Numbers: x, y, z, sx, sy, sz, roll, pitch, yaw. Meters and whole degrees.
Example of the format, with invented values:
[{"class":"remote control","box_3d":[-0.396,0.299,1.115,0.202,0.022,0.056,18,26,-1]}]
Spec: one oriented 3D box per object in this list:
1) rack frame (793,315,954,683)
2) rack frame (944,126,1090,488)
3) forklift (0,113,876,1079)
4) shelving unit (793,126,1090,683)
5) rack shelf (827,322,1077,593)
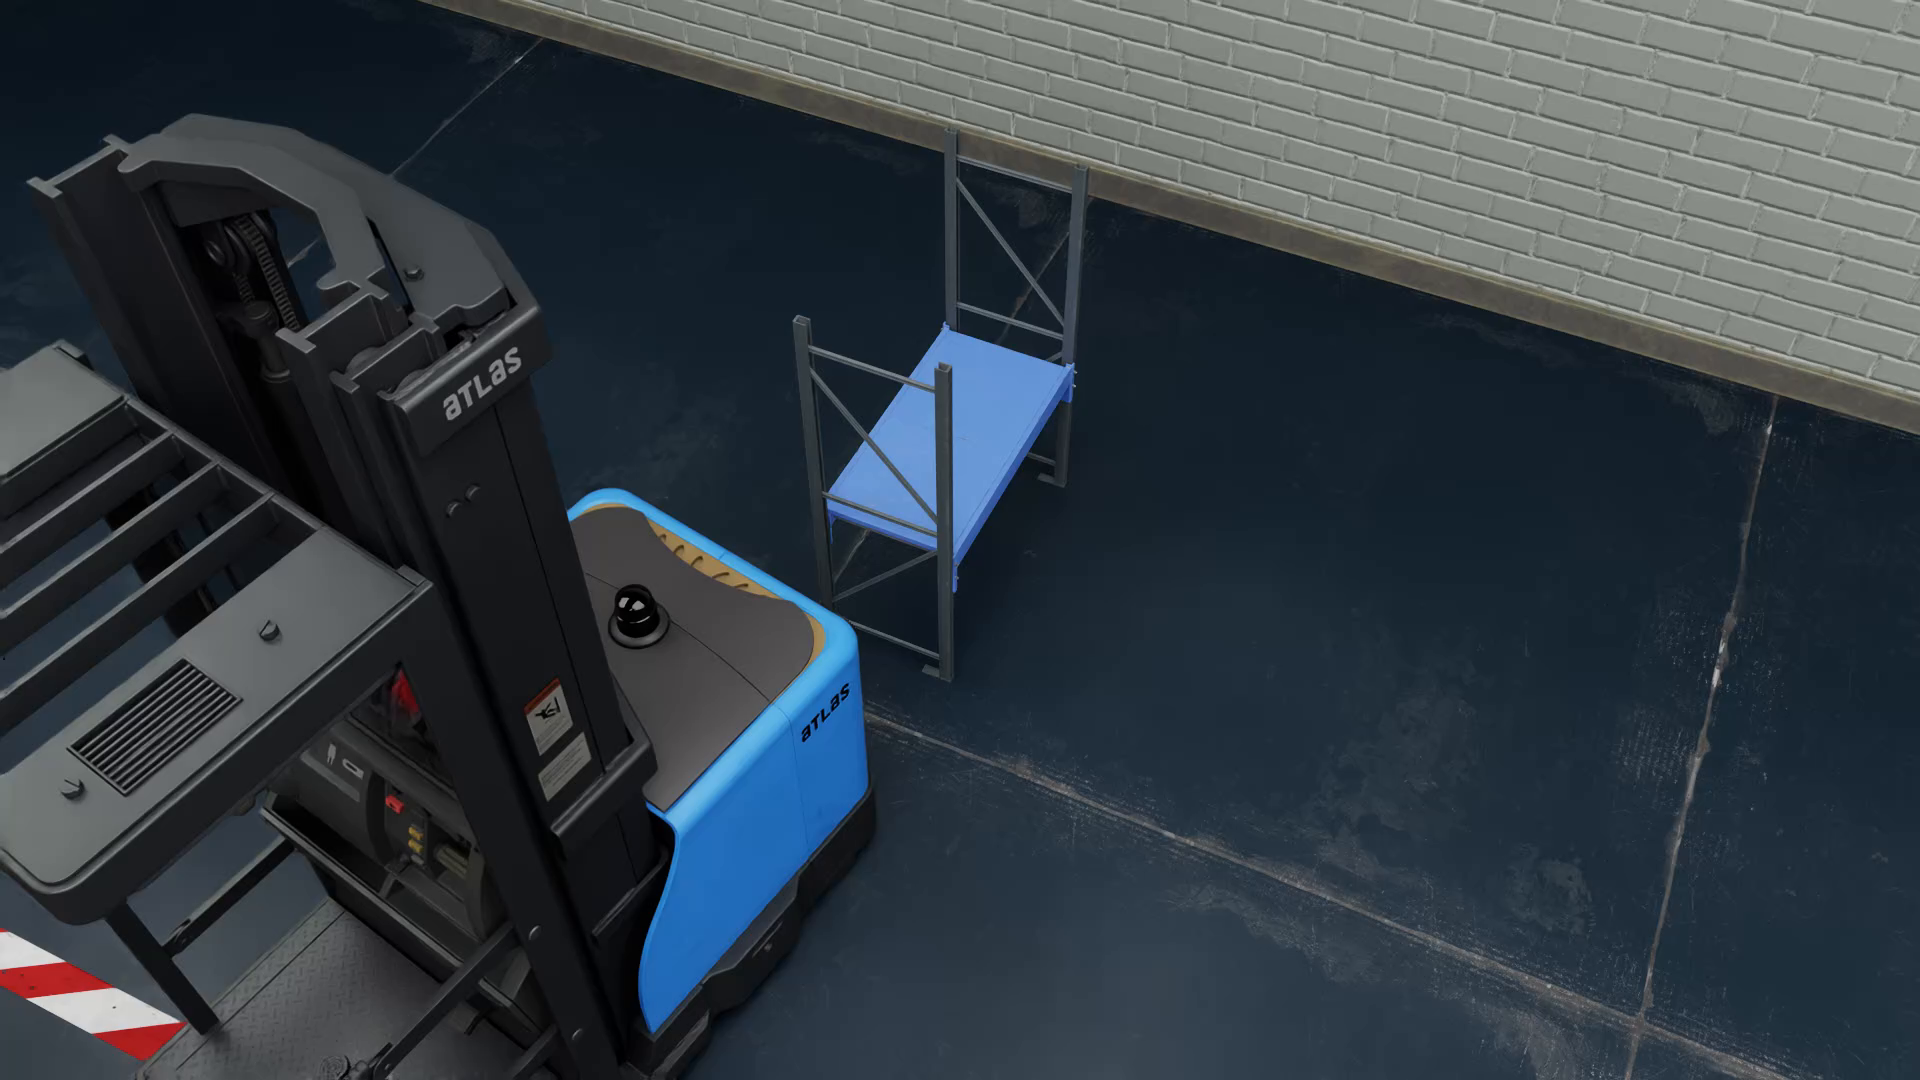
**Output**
[{"class":"rack frame","box_3d":[-0.254,-0.077,5.331,0.500,1.500,0.032,20,52,16]},{"class":"rack frame","box_3d":[0.181,-0.777,5.927,0.500,1.500,0.032,20,52,16]},{"class":"forklift","box_3d":[-1.541,0.689,3.739,1.130,2.935,3.031,29,55,22]},{"class":"shelving unit","box_3d":[-0.036,-0.427,5.629,0.538,1.500,1.048,20,52,16]},{"class":"rack shelf","box_3d":[-0.036,-0.311,5.766,0.538,0.185,1.000,20,52,16]}]
